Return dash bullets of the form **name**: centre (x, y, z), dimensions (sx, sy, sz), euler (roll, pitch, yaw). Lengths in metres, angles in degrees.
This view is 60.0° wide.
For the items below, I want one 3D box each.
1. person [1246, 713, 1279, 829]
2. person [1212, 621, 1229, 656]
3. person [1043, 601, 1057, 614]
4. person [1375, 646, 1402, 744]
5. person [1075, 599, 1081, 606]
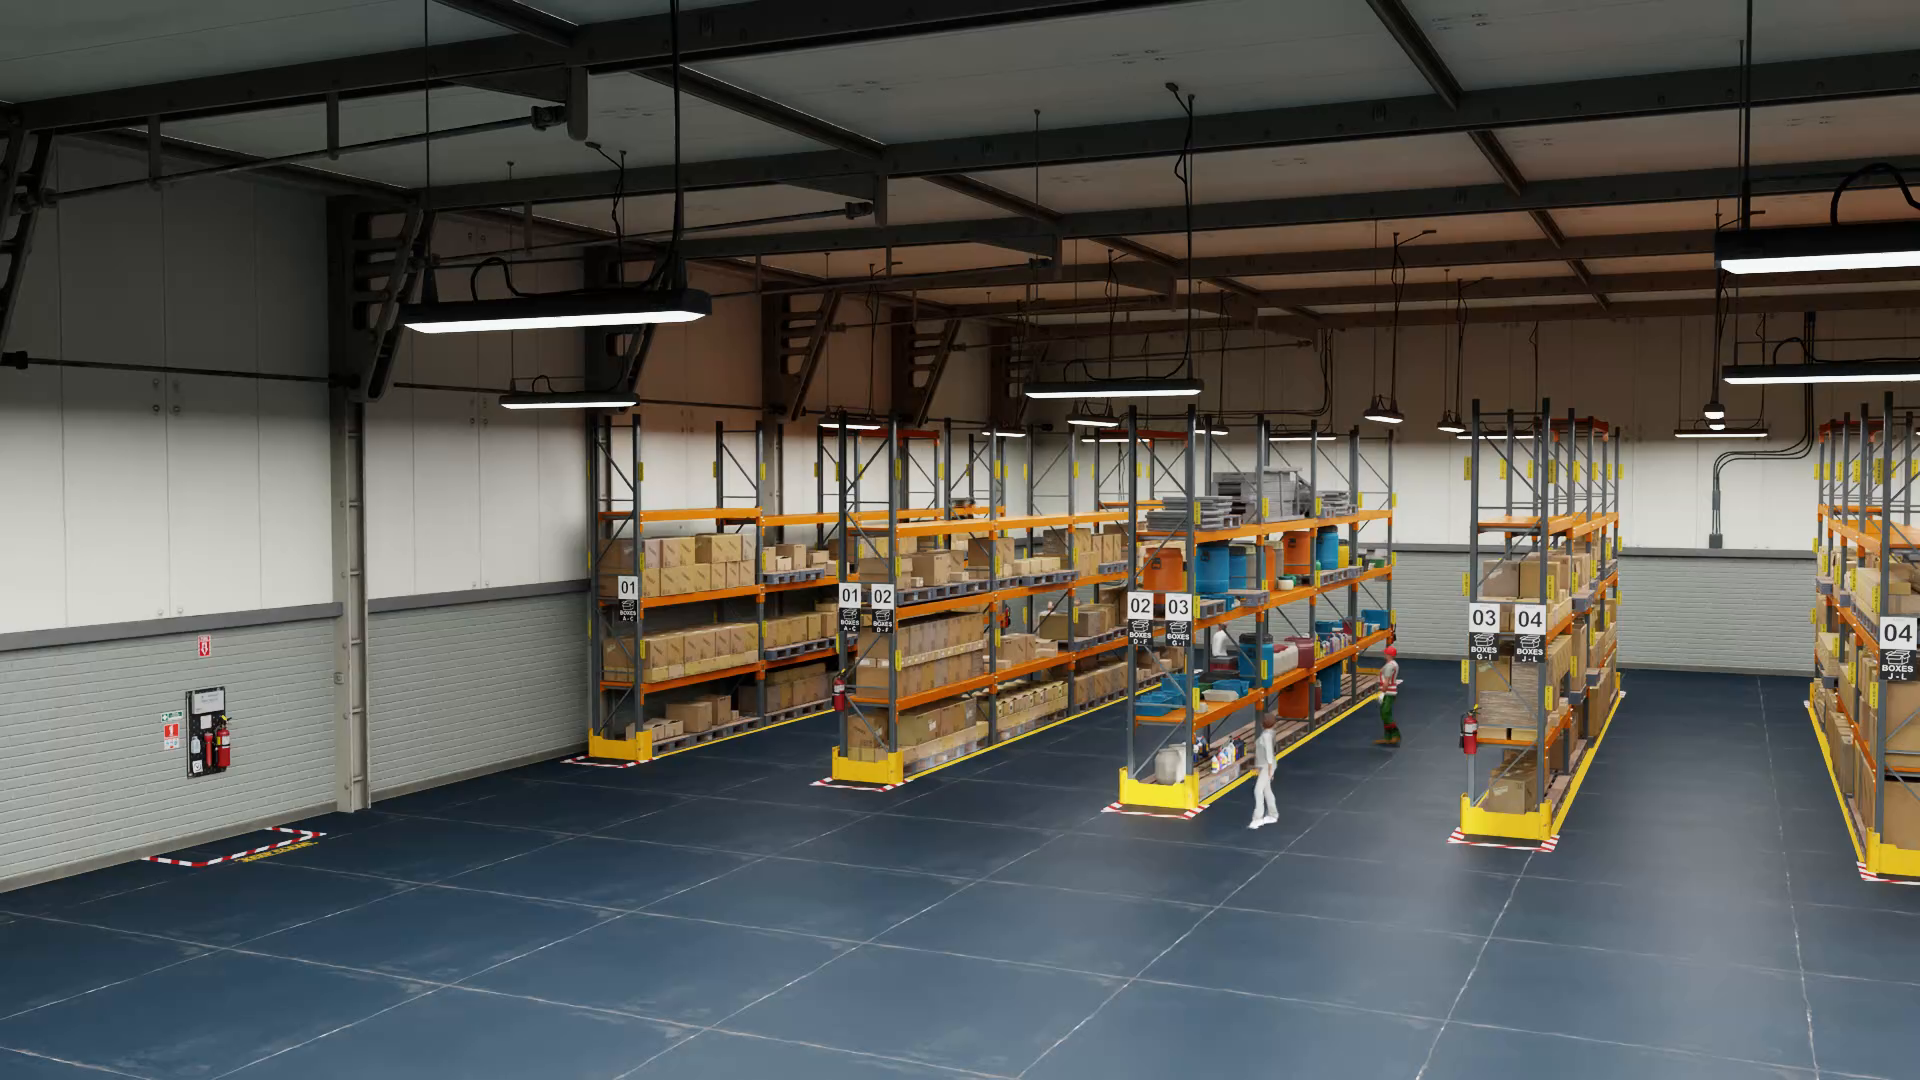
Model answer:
- **person**: centre (4.260, 3.255, 23.480), dimensions (0.561, 1.647, 0.514), euler (-1, 2, -18)
- **person**: centre (5.643, 2.617, 36.182), dimensions (0.434, 1.785, 0.609), euler (0, 2, 7)
- **person**: centre (2.305, 2.403, 43.368), dimensions (0.545, 1.608, 0.733), euler (-1, 3, -22)
- **person**: centre (7.857, 2.845, 30.485), dimensions (0.463, 1.798, 0.621), euler (0, 2, 7)
- **person**: centre (3.132, 2.374, 44.625), dimensions (0.513, 1.583, 0.960), euler (1, 2, 18)
